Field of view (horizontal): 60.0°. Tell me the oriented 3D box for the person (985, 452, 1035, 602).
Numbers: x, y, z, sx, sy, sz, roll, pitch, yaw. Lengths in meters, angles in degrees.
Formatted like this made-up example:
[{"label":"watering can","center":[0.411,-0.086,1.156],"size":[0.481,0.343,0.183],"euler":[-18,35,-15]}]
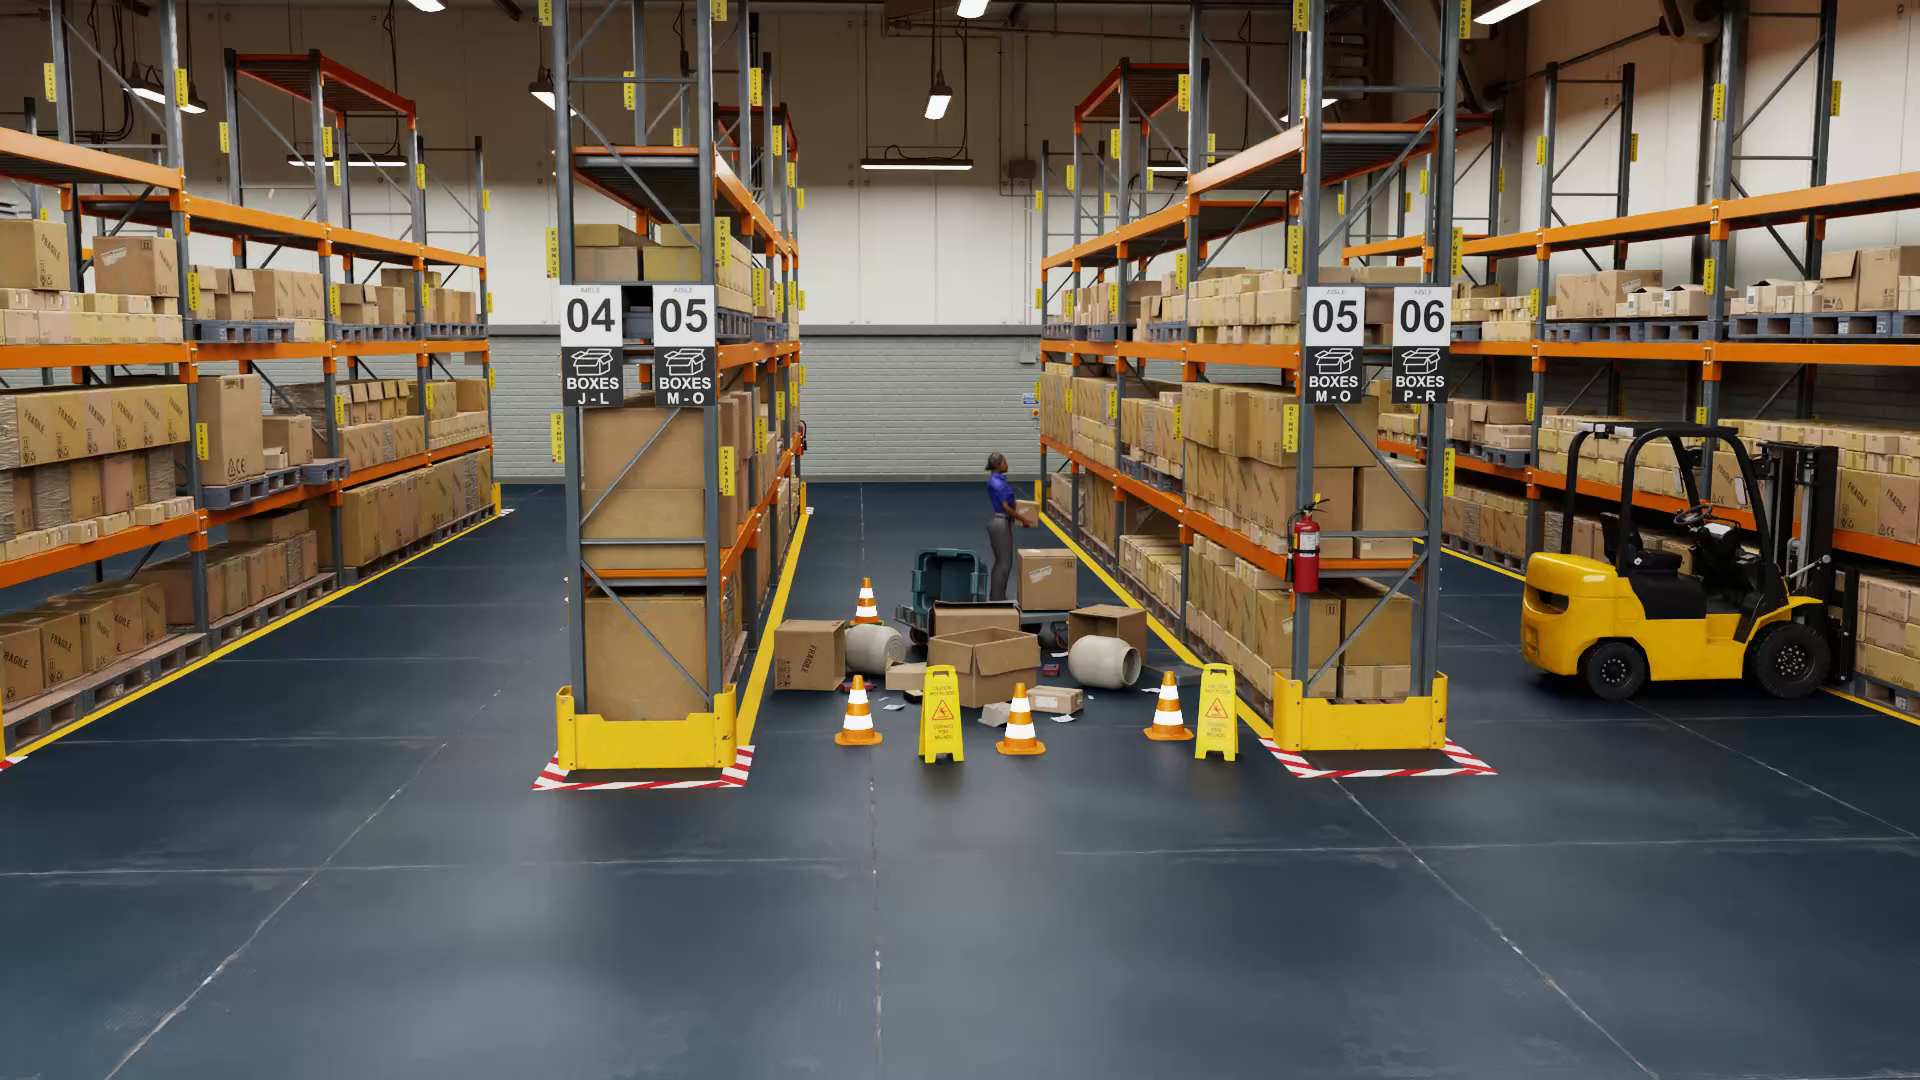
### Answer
[{"label":"person","center":[0.523,-0.109,17.712],"size":[0.520,1.649,0.451],"euler":[0,7,-3]}]
